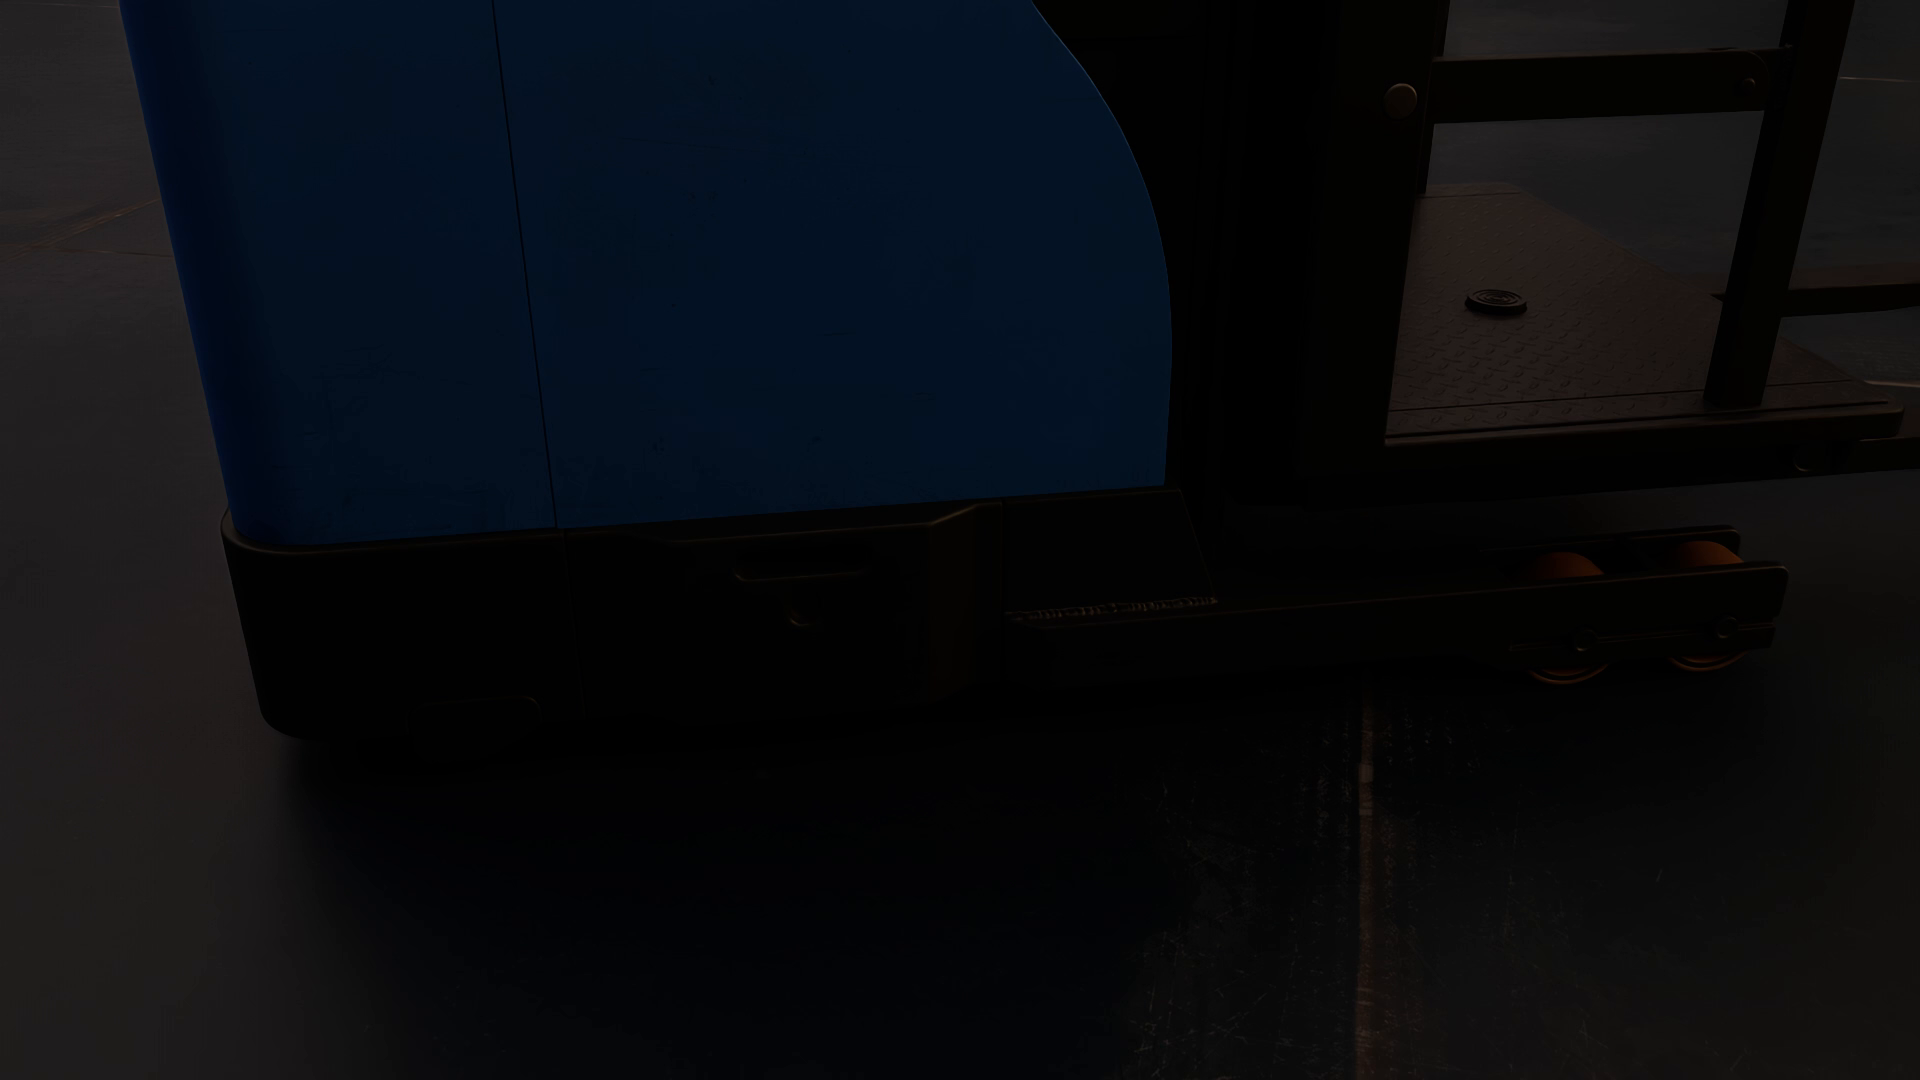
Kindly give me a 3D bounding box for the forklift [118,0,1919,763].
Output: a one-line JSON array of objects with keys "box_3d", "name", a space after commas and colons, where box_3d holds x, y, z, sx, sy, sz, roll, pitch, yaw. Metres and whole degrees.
[{"box_3d": [0.600, -1.354, 1.930, 3.031, 2.935, 1.130, -4, 27, -9], "name": "forklift"}]
